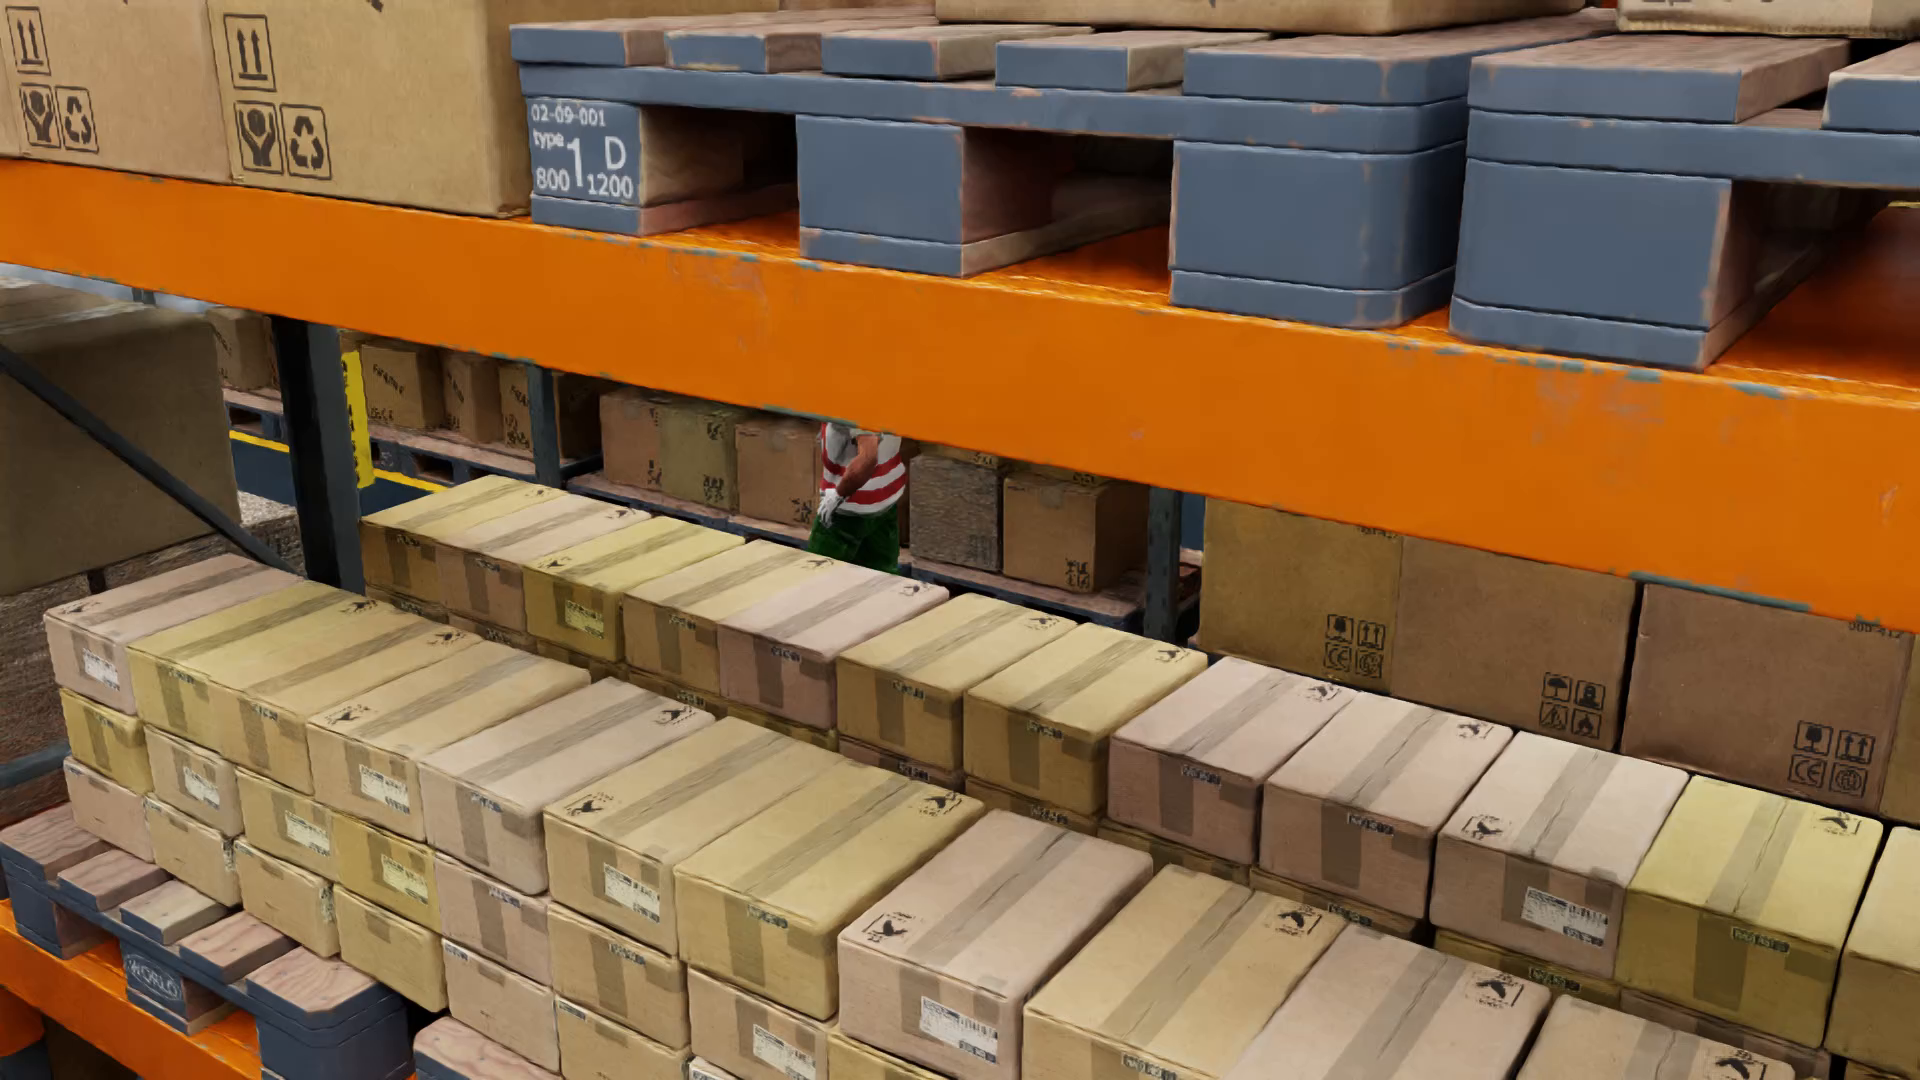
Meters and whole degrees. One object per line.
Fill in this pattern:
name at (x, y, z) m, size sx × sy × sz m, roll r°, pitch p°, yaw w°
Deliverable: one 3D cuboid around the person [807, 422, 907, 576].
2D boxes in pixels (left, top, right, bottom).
person at (-0.510, -0.170, 7.021) m, size 0.710 × 1.795 × 0.709 m, roll 9°, pitch 22°, yaw 24°
